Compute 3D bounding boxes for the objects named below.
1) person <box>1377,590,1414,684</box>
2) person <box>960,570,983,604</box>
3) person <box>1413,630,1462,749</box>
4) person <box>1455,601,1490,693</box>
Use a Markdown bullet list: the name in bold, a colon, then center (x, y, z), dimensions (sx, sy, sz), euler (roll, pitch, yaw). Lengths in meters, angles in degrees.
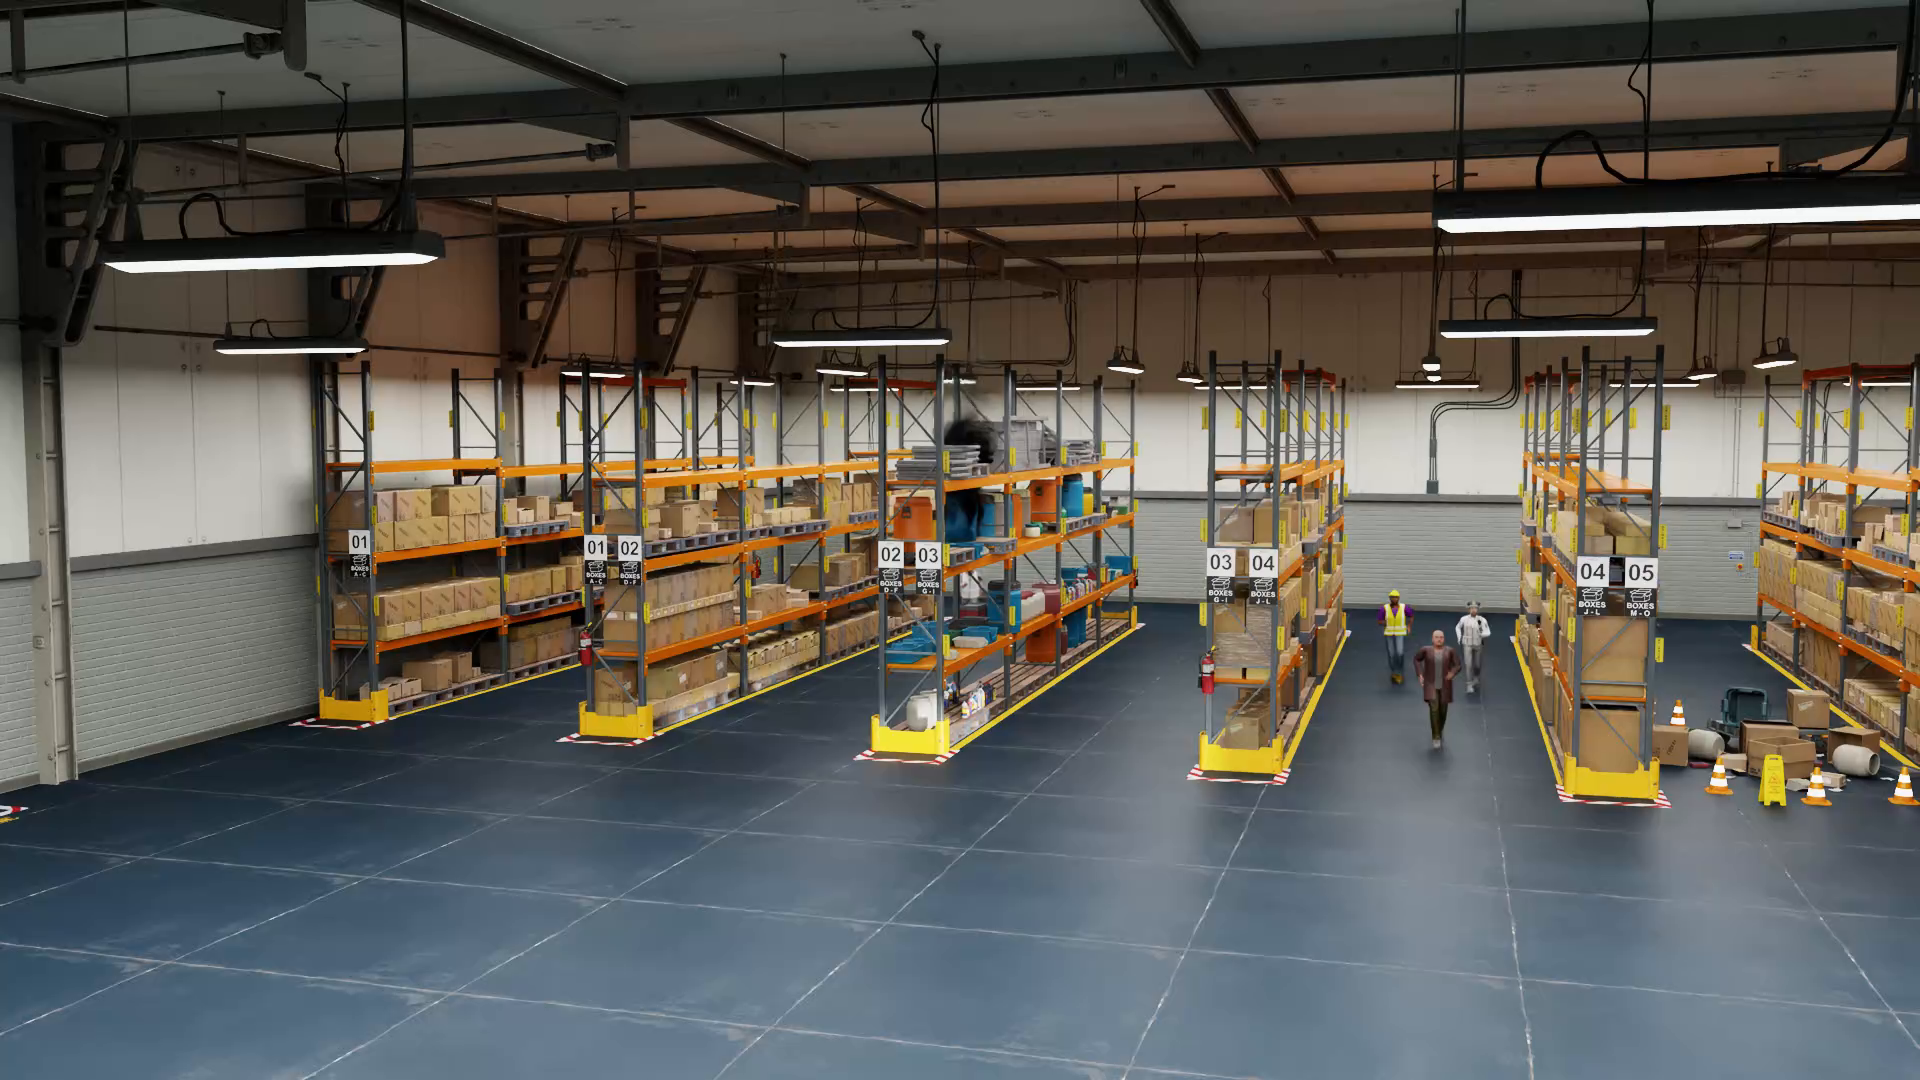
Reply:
- **person**: center (8.324, 1.857, 31.853), dimensions (0.671, 1.806, 0.730), euler (1, 4, 20)
- **person**: center (0.213, 1.328, 38.628), dimensions (0.652, 1.767, 0.969), euler (0, 4, 2)
- **person**: center (7.391, 2.280, 25.744), dimensions (0.716, 1.788, 0.920), euler (1, 4, 9)
- **person**: center (9.496, 1.955, 30.805), dimensions (0.622, 1.665, 0.896), euler (1, 4, 15)
